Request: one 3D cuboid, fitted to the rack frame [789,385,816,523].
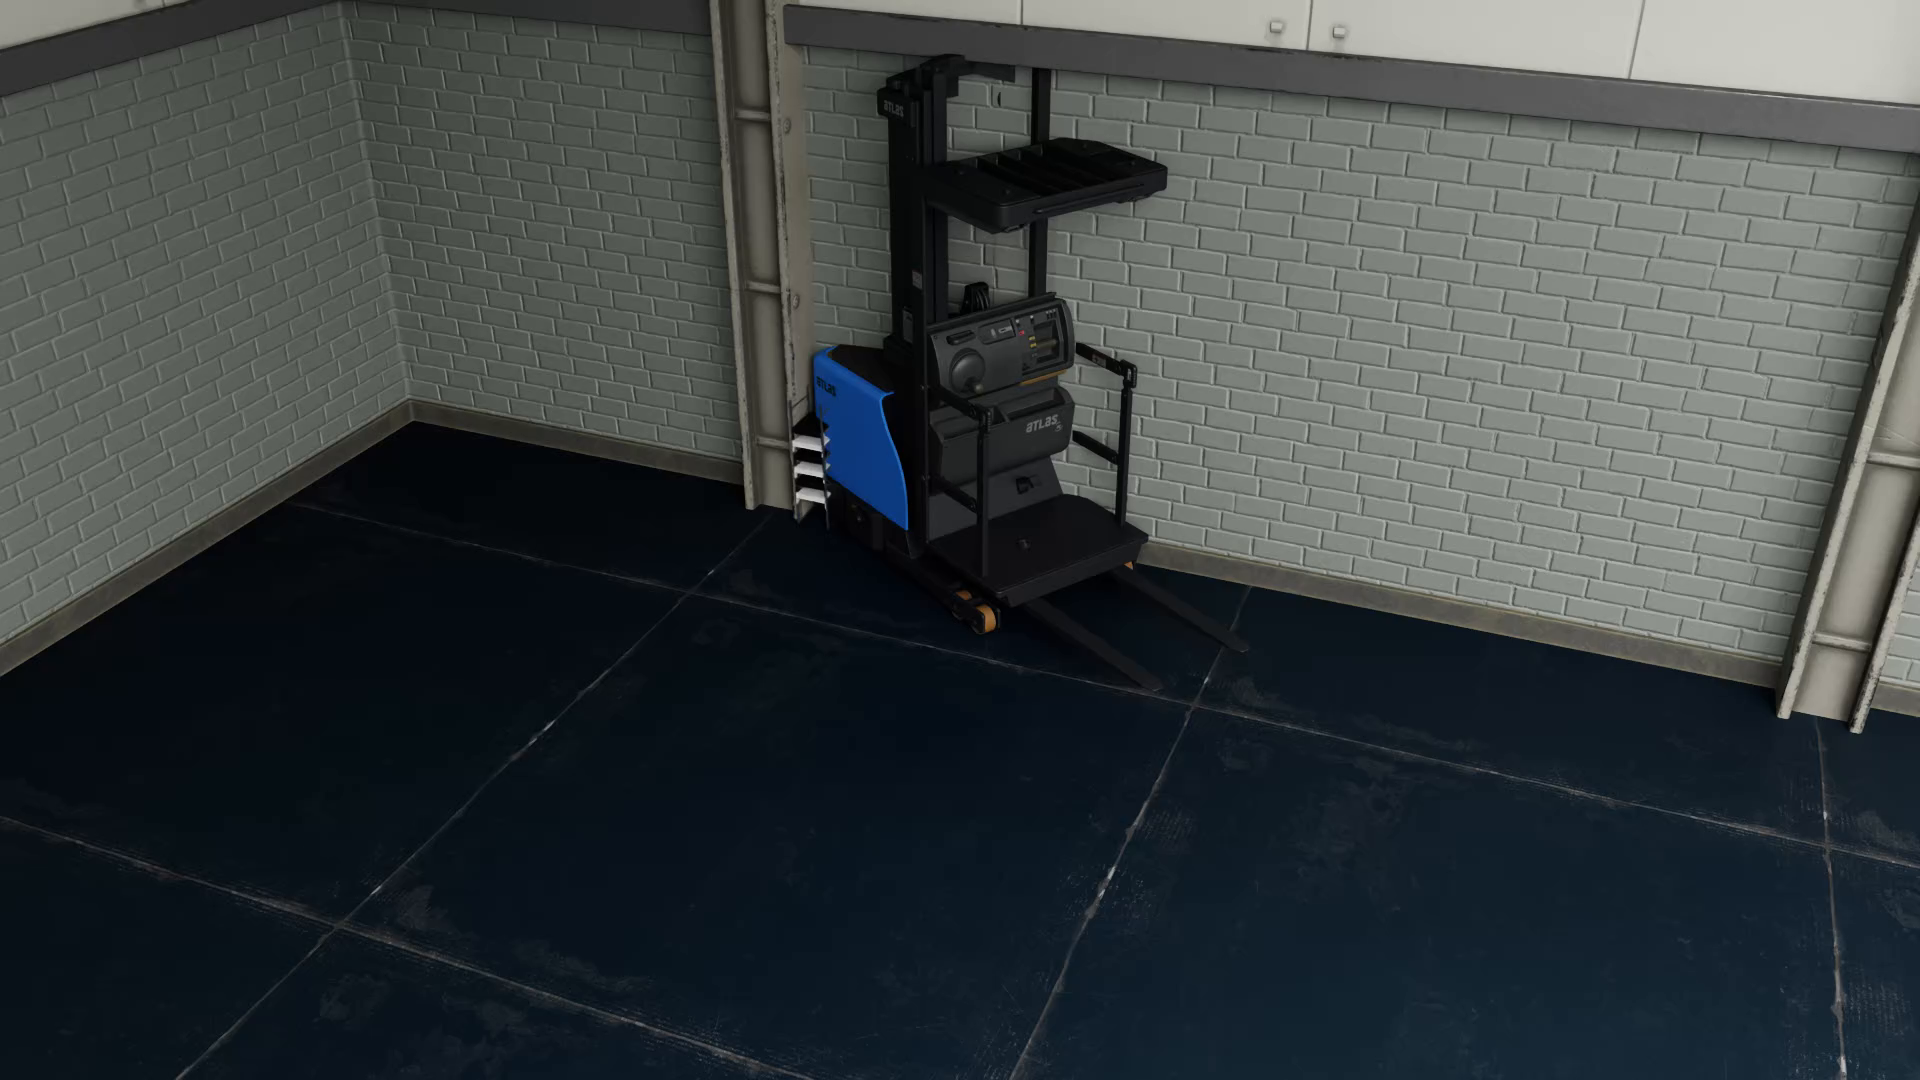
[{"bbox_3d":[-0.965,-0.499,10.236,0.006,0.900,0.240,12,33,20],"label":"rack frame"}]

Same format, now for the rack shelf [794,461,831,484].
[{"bbox_3d":[-0.871,-0.451,10.218,0.200,0.077,0.258,12,33,20],"label":"rack shelf"}]

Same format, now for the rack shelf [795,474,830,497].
[{"bbox_3d":[-0.870,-0.374,10.265,0.200,0.077,0.258,12,33,20],"label":"rack shelf"}]

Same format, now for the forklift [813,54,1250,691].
[{"bbox_3d":[0.367,-1.024,8.994,1.130,2.935,3.031,-19,35,-30],"label":"forklift"}]

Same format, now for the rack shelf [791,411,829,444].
[{"bbox_3d":[-0.875,-0.683,10.080,0.200,0.077,0.258,12,33,20],"label":"rack shelf"}]

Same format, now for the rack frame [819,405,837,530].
[{"bbox_3d":[-0.778,-0.461,10.167,0.006,0.900,0.240,12,33,20],"label":"rack frame"}]

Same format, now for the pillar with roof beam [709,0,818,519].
[{"bbox_3d":[-2.737,-2.189,4.889,0.400,9.000,9.100,11,31,19],"label":"pillar with roof beam"}]

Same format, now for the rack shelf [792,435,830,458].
[{"bbox_3d":[-0.874,-0.606,10.126,0.200,0.077,0.258,12,33,20],"label":"rack shelf"}]

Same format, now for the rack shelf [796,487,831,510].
[{"bbox_3d":[-0.869,-0.297,10.311,0.200,0.077,0.258,12,33,20],"label":"rack shelf"}]

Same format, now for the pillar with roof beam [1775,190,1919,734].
[{"bbox_3d":[2.823,-1.079,2.925,0.400,9.000,9.100,11,31,19],"label":"pillar with roof beam"}]

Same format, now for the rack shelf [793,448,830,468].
[{"bbox_3d":[-0.873,-0.529,10.172,0.200,0.077,0.258,12,33,20],"label":"rack shelf"}]

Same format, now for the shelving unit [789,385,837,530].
[{"bbox_3d":[-0.872,-0.480,10.201,0.210,0.900,0.258,12,33,20],"label":"shelving unit"}]
